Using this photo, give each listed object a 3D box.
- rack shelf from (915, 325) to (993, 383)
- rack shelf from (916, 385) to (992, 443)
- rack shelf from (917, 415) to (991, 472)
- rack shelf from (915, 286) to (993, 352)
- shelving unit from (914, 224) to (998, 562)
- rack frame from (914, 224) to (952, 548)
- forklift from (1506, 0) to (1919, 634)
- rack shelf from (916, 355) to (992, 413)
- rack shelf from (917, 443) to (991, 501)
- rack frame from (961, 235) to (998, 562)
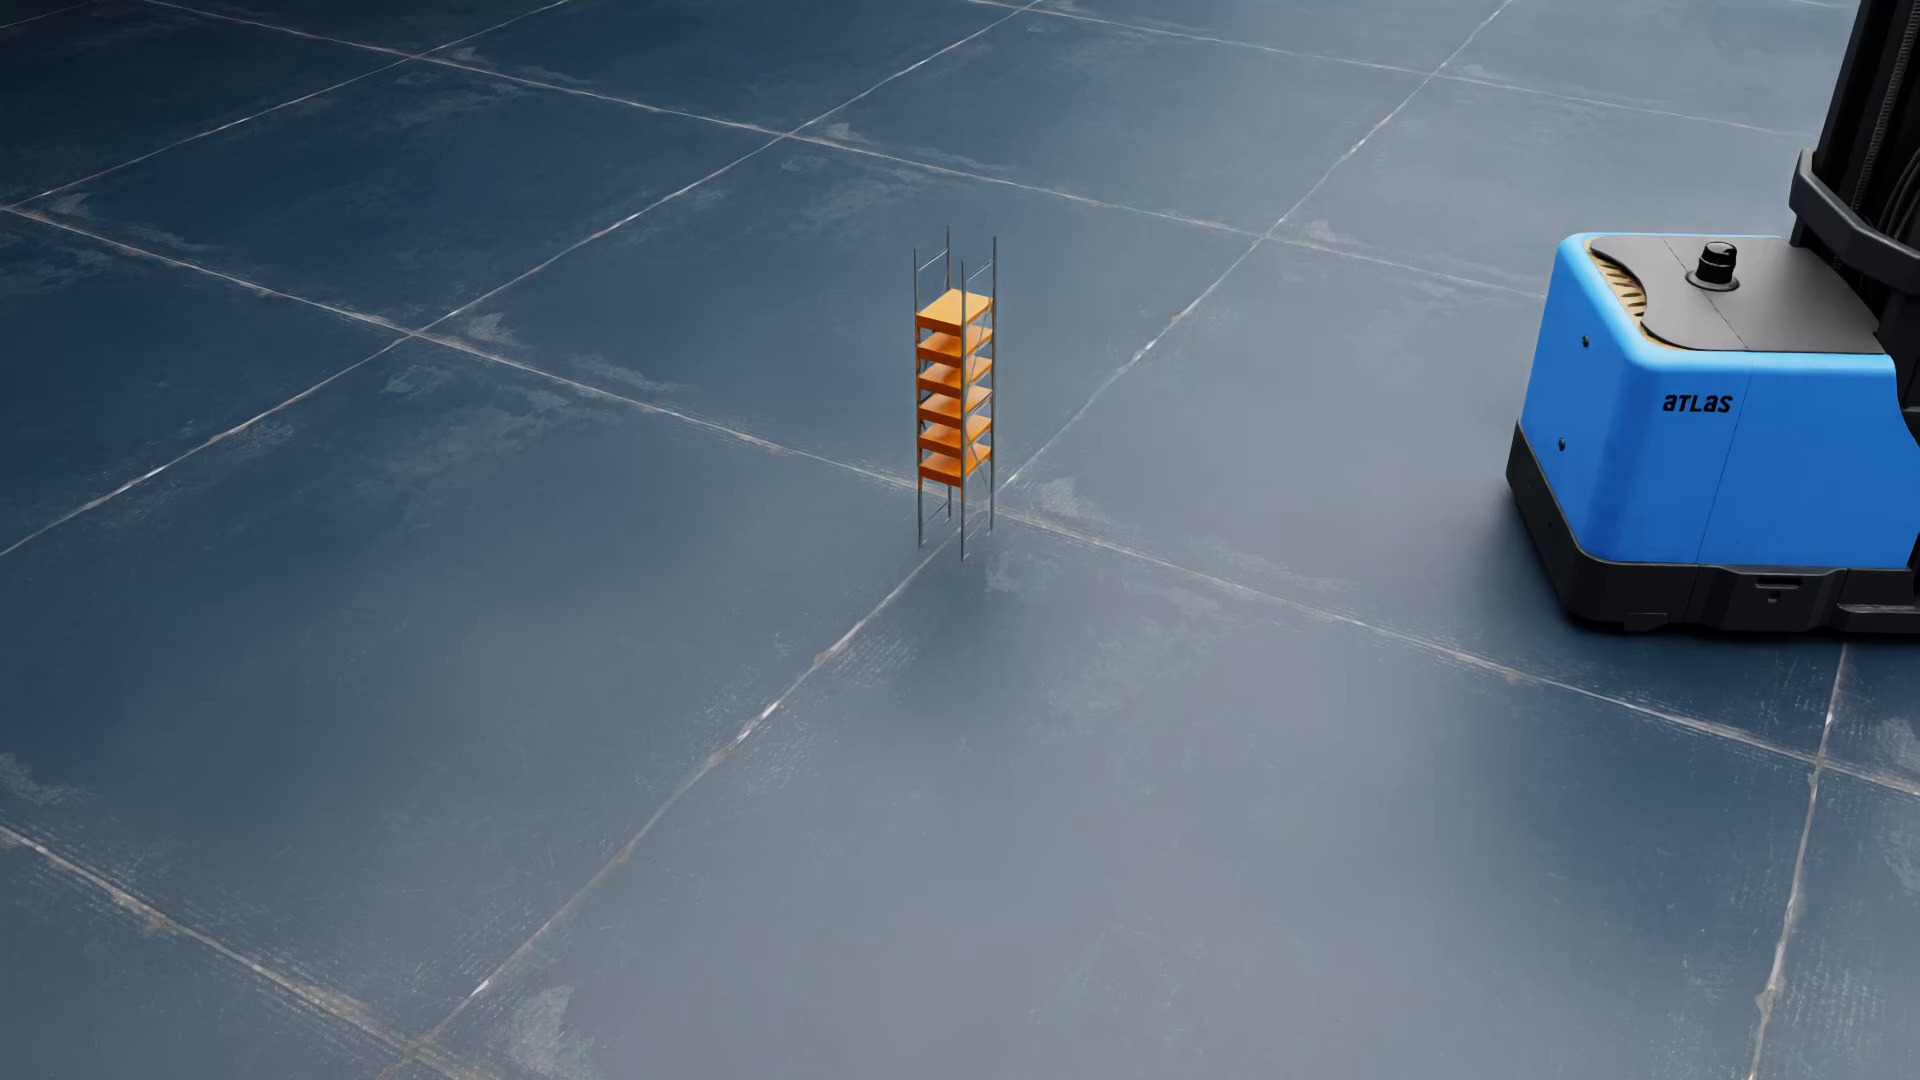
[{"bbox_3d":[-0.013,-0.666,5.815,0.180,0.103,0.258,18,37,24],"label":"rack shelf"},{"bbox_3d":[-0.013,-0.466,5.948,0.180,0.103,0.258,18,37,24],"label":"rack shelf"},{"bbox_3d":[-0.013,-0.367,6.015,0.180,0.103,0.258,18,37,24],"label":"rack shelf"},{"bbox_3d":[-0.013,-0.766,5.749,0.180,0.103,0.258,18,37,24],"label":"rack shelf"},{"bbox_3d":[-0.013,-0.503,5.923,0.189,1.200,0.258,18,37,24],"label":"shelving unit"},{"bbox_3d":[-0.092,-0.529,5.961,0.006,1.200,0.240,18,37,24],"label":"rack frame"},{"bbox_3d":[3.628,-1.139,5.317,3.031,2.935,1.130,1,34,2],"label":"forklift"},{"bbox_3d":[-0.013,-0.566,5.882,0.180,0.103,0.258,18,37,24],"label":"rack shelf"},{"bbox_3d":[-0.013,-0.267,6.081,0.180,0.103,0.258,18,37,24],"label":"rack shelf"},{"bbox_3d":[0.067,-0.478,5.886,0.006,1.200,0.240,18,37,24],"label":"rack frame"}]
